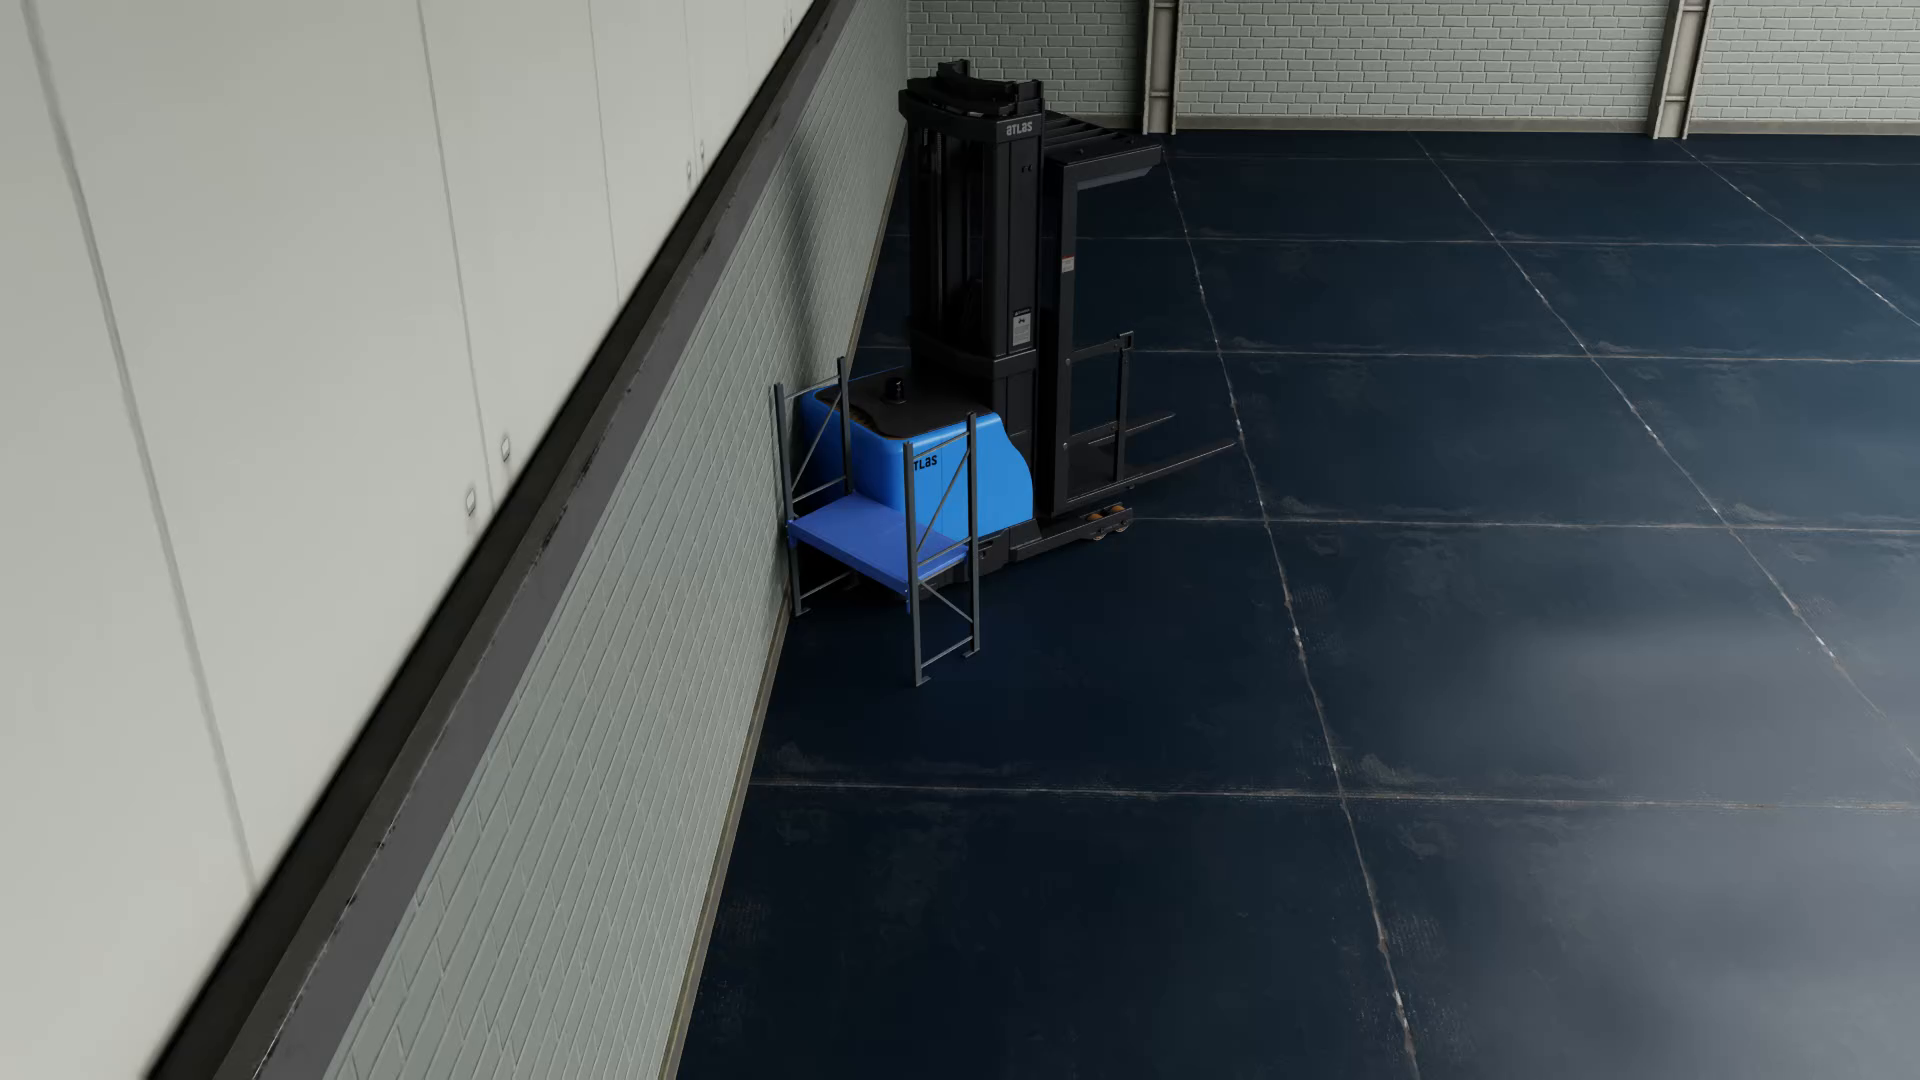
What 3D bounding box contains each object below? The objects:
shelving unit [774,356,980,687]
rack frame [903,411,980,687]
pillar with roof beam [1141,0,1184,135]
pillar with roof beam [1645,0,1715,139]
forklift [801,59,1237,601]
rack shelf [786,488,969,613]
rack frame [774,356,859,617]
[{"bbox_3d":[-0.450,-0.111,9.226,1.048,1.500,0.538,26,41,38],"label":"shelving unit"},{"bbox_3d":[-0.089,0.068,8.916,0.032,1.500,0.500,26,41,38],"label":"rack frame"},{"bbox_3d":[2.218,-6.857,14.002,0.400,9.000,9.100,1,28,2],"label":"pillar with roof beam"},{"bbox_3d":[8.215,-6.758,13.815,0.400,9.000,9.100,1,28,2],"label":"pillar with roof beam"},{"bbox_3d":[0.502,-1.472,10.323,3.031,2.935,1.130,-19,34,-32],"label":"forklift"},{"bbox_3d":[-0.447,0.043,9.319,1.000,0.185,0.538,26,41,38],"label":"rack shelf"},{"bbox_3d":[-0.811,-0.290,9.537,0.032,1.500,0.500,26,41,38],"label":"rack frame"}]
